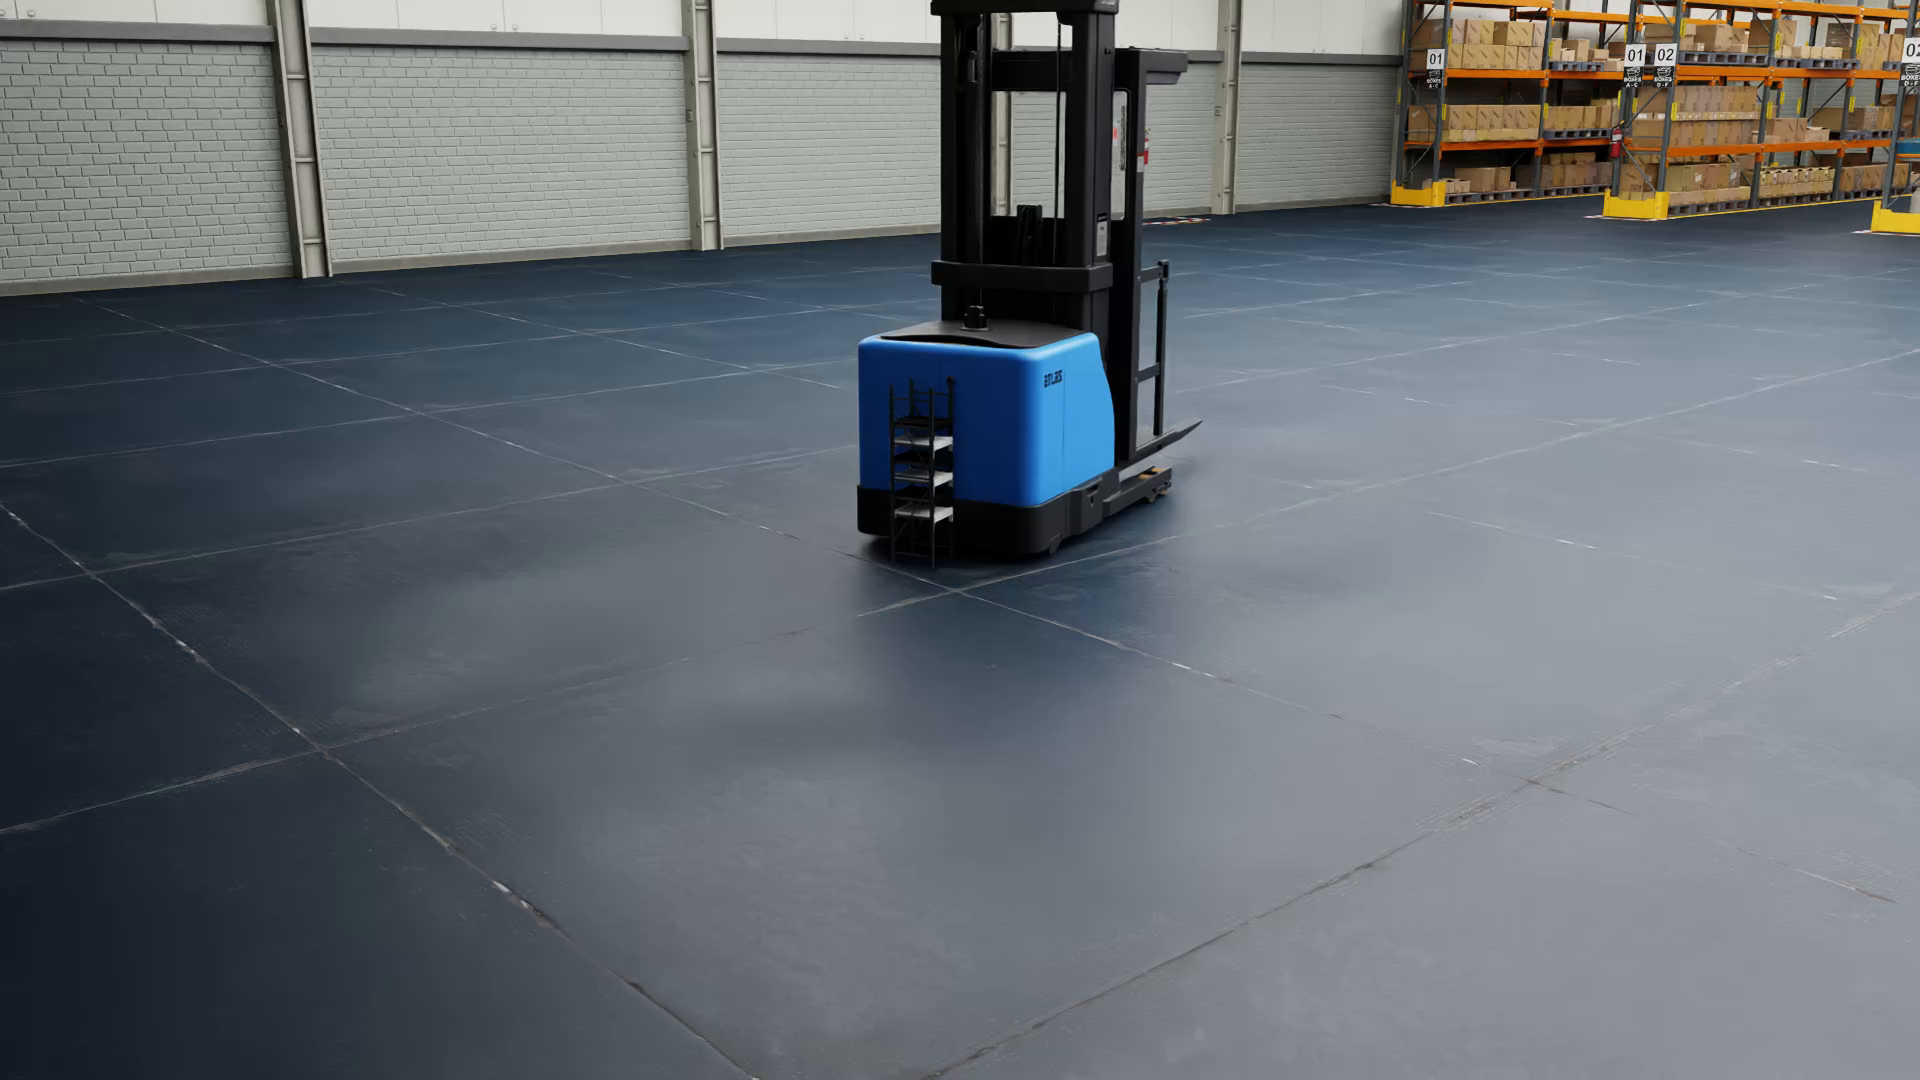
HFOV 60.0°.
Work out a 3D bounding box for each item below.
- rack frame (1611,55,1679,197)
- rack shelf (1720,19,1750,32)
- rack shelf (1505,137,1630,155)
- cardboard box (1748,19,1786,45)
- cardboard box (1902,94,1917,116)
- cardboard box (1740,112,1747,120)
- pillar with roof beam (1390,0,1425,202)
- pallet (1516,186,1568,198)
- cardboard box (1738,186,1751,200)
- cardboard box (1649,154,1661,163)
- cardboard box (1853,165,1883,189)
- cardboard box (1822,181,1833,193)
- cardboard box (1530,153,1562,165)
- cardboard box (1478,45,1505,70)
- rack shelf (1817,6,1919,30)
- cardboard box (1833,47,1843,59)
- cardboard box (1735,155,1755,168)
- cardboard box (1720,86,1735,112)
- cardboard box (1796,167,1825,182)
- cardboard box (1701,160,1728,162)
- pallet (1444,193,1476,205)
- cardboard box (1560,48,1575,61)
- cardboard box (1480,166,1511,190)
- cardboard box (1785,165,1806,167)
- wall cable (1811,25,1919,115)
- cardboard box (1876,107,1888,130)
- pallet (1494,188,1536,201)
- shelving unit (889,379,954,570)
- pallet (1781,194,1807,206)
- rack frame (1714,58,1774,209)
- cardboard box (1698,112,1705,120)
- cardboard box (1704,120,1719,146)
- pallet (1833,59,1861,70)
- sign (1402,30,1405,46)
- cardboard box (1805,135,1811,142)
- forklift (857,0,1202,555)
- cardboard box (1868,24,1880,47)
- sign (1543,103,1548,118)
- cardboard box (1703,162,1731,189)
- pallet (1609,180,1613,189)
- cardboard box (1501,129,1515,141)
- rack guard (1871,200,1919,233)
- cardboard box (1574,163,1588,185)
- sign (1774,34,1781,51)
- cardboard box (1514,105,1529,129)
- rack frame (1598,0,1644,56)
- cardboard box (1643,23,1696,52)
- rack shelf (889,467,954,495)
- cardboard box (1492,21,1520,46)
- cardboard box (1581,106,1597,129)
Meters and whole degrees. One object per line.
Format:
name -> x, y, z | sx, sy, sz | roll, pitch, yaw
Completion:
rack frame -> 13.024, -7.682, 31.695 | 0.127, 3.000, 1.000 | -13, 19, -39
rack shelf -> 20.330, -13.375, 43.552 | 4.000, 0.370, 1.077 | -13, 19, -39
rack shelf -> 14.295, -9.314, 39.201 | 4.000, 0.370, 1.077 | -13, 19, -39
cardboard box -> 16.532, -10.398, 34.076 | 0.500, 0.500, 0.500 | -12, 19, -39
cardboard box -> 22.616, -10.271, 39.257 | 0.500, 0.500, 0.500 | -12, 19, -38
cardboard box -> 15.593, -8.547, 33.483 | 0.250, 0.149, 0.380 | -13, 20, -41
pillar with roof beam -> 12.555, -10.993, 32.466 | 0.400, 9.000, 9.100 | -13, 19, -39
pallet -> 13.373, -8.108, 38.695 | 1.213, 0.211, 1.003 | -13, 19, -39
cardboard box -> 15.835, -7.113, 34.079 | 0.500, 0.250, 0.500 | -13, 19, -39
cardboard box -> 17.110, -9.411, 41.522 | 0.750, 0.750, 0.750 | -13, 20, -40
cardboard box -> 20.753, -8.326, 38.100 | 0.500, 0.500, 0.500 | -14, 20, -41
cardboard box -> 18.822, -7.775, 36.558 | 0.500, 0.250, 0.500 | -12, 19, -38
cardboard box -> 13.661, -8.893, 38.770 | 0.500, 0.250, 0.500 | -13, 20, -41
cardboard box -> 11.393, -10.428, 35.933 | 0.500, 0.500, 0.500 | -11, 19, -36
rack shelf -> 20.567, -11.733, 37.407 | 4.000, 0.370, 1.077 | -13, 19, -39
cardboard box -> 18.753, -10.529, 36.018 | 0.500, 0.250, 0.500 | 14, 21, 43
cardboard box -> 20.999, -10.128, 44.885 | 0.500, 0.500, 0.700 | -13, 20, -40
cardboard box -> 14.952, -8.787, 33.127 | 0.500, 0.500, 0.700 | -13, 20, -39
cardboard box -> 18.437, -7.956, 36.151 | 0.500, 0.311, 0.500 | -13, 20, -40
cardboard box -> 15.486, -7.578, 34.370 | 0.500, 0.500, 0.500 | -13, 19, -39
pallet -> 10.462, -7.442, 36.201 | 1.213, 0.211, 1.003 | -13, 19, -39
cardboard box -> 13.716, -11.113, 38.089 | 0.500, 0.311, 0.500 | -12, 19, -38
cardboard box -> 12.030, -8.144, 37.418 | 0.500, 0.500, 0.500 | 14, 21, 43
cardboard box -> 18.471, -8.151, 36.879 | 0.500, 0.311, 0.500 | -12, 19, -38
wall cable -> 26.340, -13.642, 48.404 | 0.112, 2.526, 3.097 | -13, 19, -39
cardboard box -> 20.784, -9.654, 38.073 | 0.700, 0.500, 0.500 | 10, 18, 33
pallet -> 12.303, -7.855, 37.748 | 1.213, 0.211, 1.003 | -13, 19, -39
shelving unit -> -0.189, -0.326, 8.225 | 0.258, 0.900, 0.210 | 8, 17, 26
pallet -> 17.492, -7.352, 35.865 | 1.213, 0.211, 1.003 | -13, 19, -39
rack frame -> 16.041, -8.359, 34.232 | 0.127, 3.000, 1.000 | -13, 19, -39
cardboard box -> 14.239, -8.243, 32.346 | 0.250, 0.149, 0.380 | -14, 20, -41
cardboard box -> 14.550, -8.069, 32.953 | 0.500, 0.500, 0.700 | -12, 19, -38
pallet -> 18.605, -10.262, 35.911 | 1.003, 0.211, 1.213 | -12, 19, -37
sign -> 9.420, -10.634, 35.219 | 0.005, 0.325, 0.100 | -13, 19, -39
cardboard box -> 18.134, -8.688, 35.951 | 0.250, 0.149, 0.380 | -11, 18, -35
forklift -> 0.588, -1.676, 9.343 | 1.130, 2.935, 3.031 | 8, 17, 26
cardboard box -> 20.161, -11.263, 37.159 | 0.500, 0.500, 0.500 | -13, 19, -39
sign -> 13.149, -9.637, 37.338 | 0.005, 0.325, 0.100 | -13, 19, -39
cardboard box -> 15.075, -7.307, 33.354 | 0.500, 0.500, 0.500 | -13, 19, -39
pallet -> 16.448, -8.772, 41.182 | 1.213, 0.211, 1.003 | -13, 19, -39
cardboard box -> 11.878, -8.950, 36.695 | 0.500, 0.250, 0.500 | -13, 20, -40
rack guard -> 16.299, -5.531, 28.488 | 0.348, 0.500, 1.175 | -13, 19, -39
cardboard box -> 14.474, -8.719, 39.570 | 0.500, 0.500, 0.700 | -13, 20, -40
sign -> 16.407, -9.989, 33.364 | 0.005, 0.325, 0.100 | -13, 19, -39
cardboard box -> 12.260, -9.396, 36.914 | 0.500, 0.500, 0.500 | -13, 20, -40
rack frame -> 15.804, -12.899, 39.603 | 0.127, 3.000, 1.000 | -13, 19, -39
cardboard box -> 13.460, -9.548, 31.584 | 0.637, 0.503, 0.797 | -11, 18, -36
rack shelf -> -0.189, -0.293, 8.234 | 0.258, 0.077, 0.200 | 8, 17, 26
cardboard box -> 11.793, -10.990, 36.099 | 0.500, 0.500, 0.500 | -14, 20, -41
cardboard box -> 14.531, -9.964, 39.195 | 0.500, 0.500, 0.700 | -13, 19, -39
